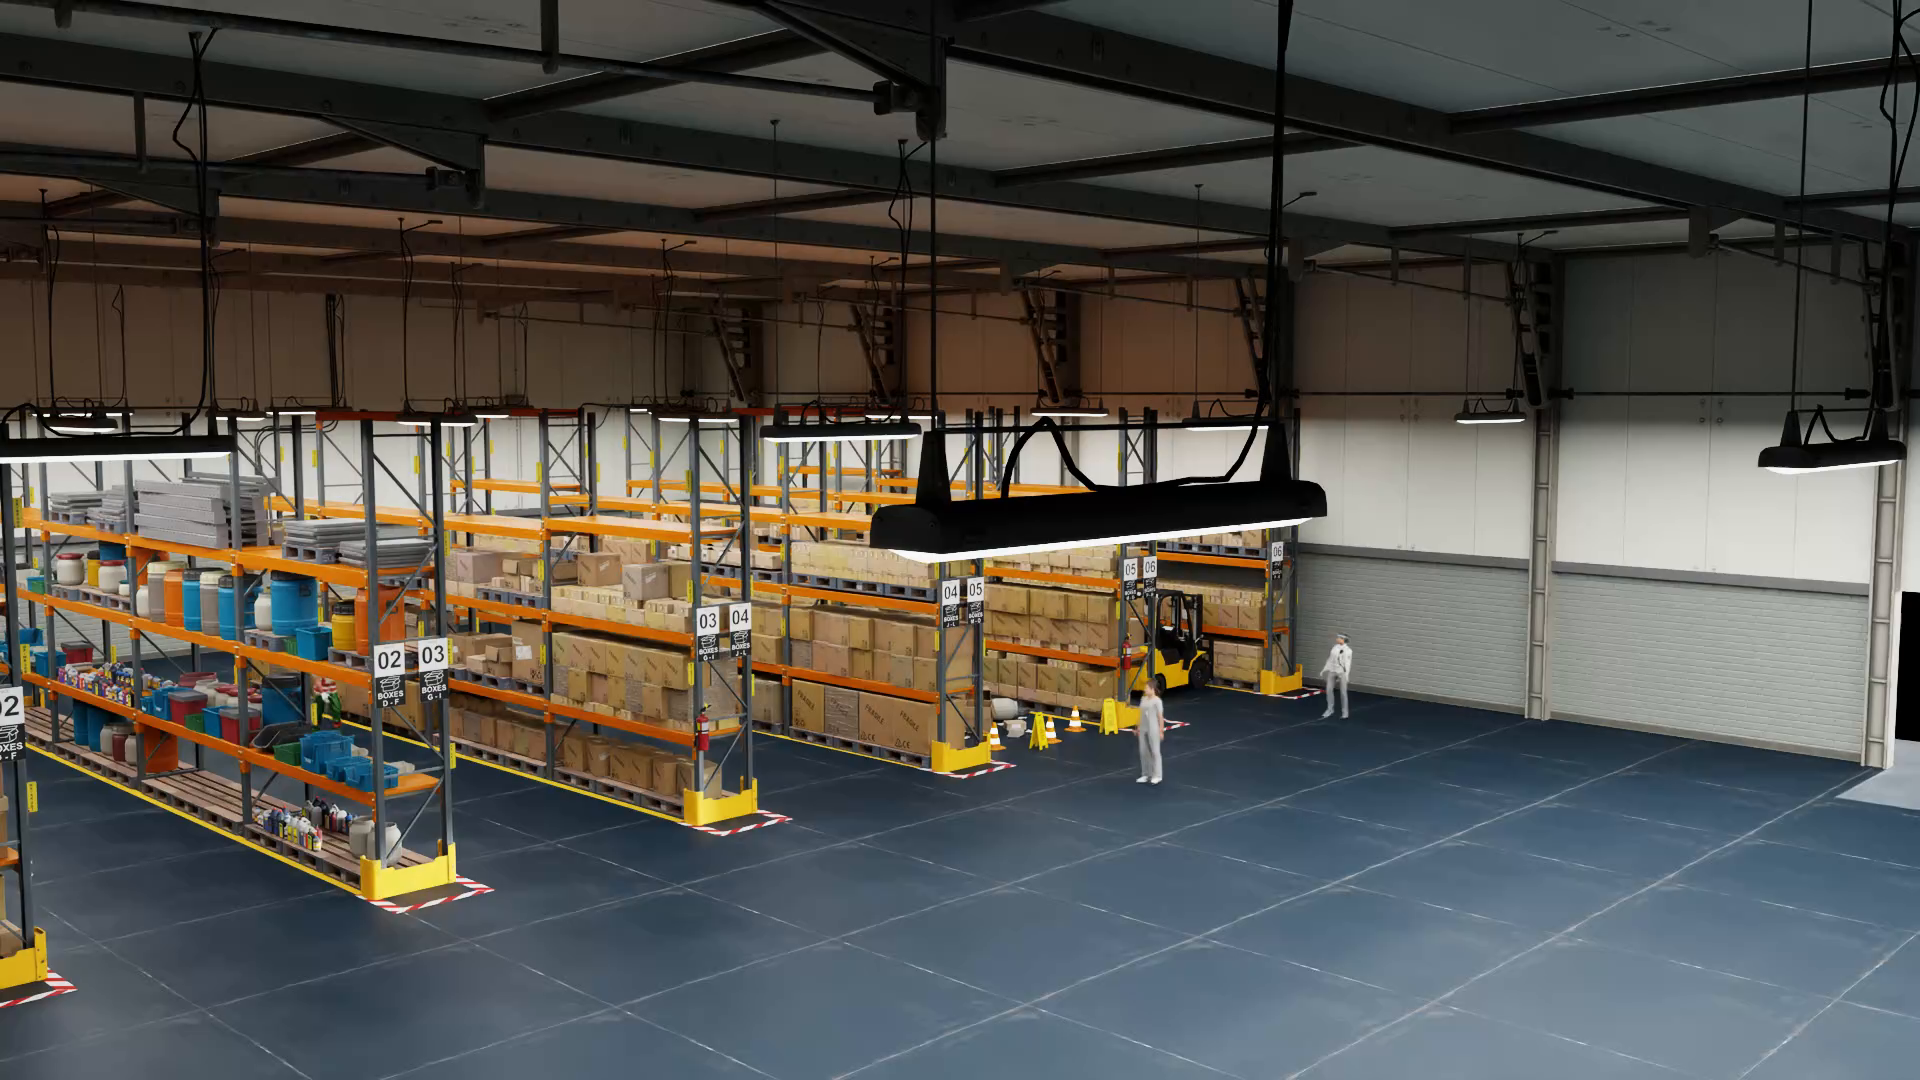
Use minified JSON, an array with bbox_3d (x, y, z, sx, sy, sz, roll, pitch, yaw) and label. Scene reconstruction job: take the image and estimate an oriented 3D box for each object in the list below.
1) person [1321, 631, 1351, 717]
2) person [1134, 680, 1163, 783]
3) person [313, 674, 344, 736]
[{"bbox_3d":[7.332,2.624,32.452,0.632,1.725,0.398,5,7,42],"label":"person"},{"bbox_3d":[3.085,3.118,26.986,0.560,1.710,0.372,5,7,42],"label":"person"},{"bbox_3d":[-11.465,2.779,30.074,0.994,1.749,0.487,5,7,45],"label":"person"}]
